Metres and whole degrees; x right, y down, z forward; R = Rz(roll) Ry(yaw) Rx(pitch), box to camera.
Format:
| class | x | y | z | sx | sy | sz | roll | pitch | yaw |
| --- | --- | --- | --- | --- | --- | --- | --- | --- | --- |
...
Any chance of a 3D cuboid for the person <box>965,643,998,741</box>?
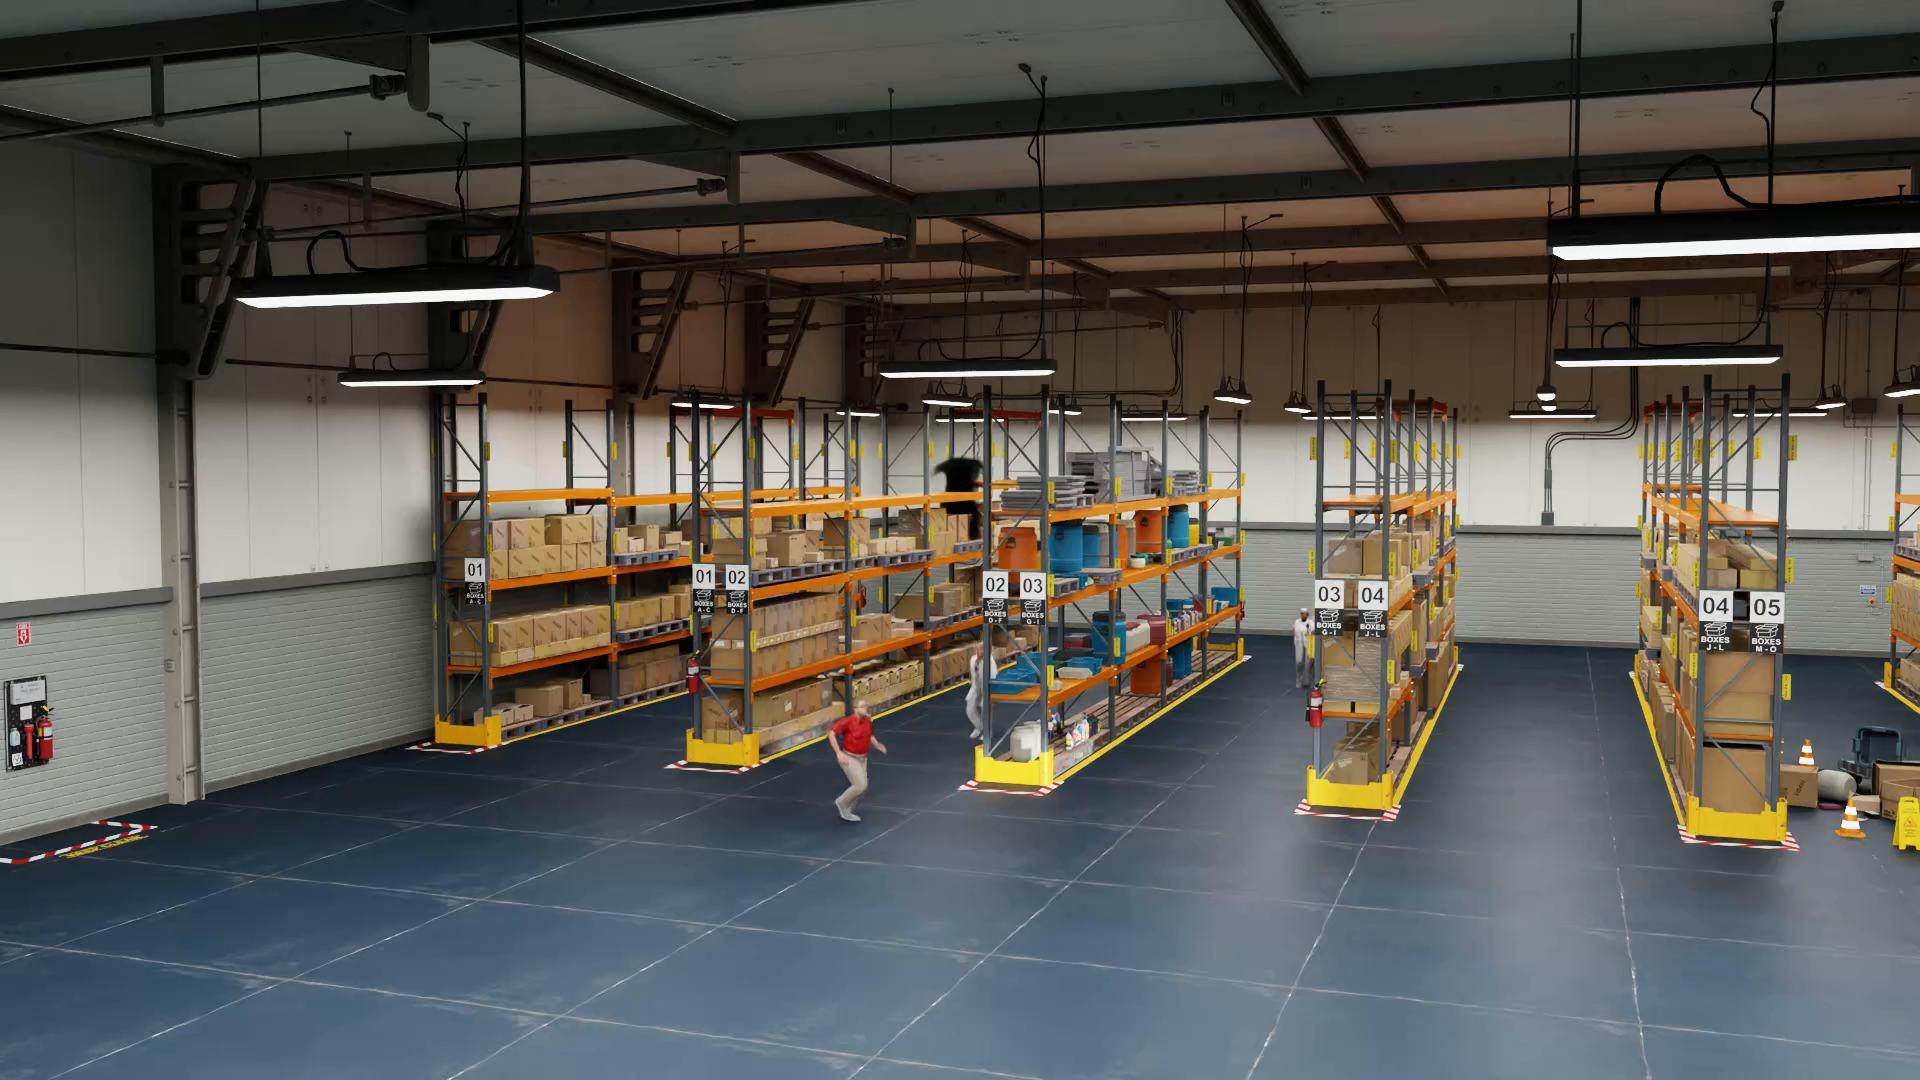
| class | x | y | z | sx | sy | sz | roll | pitch | yaw |
| --- | --- | --- | --- | --- | --- | --- | --- | --- | --- |
| person | 0.360 | 2.625 | 28.454 | 0.704 | 1.691 | 0.826 | 2 | 3 | 30 |

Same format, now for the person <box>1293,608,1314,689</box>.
| class | x | y | z | sx | sy | sz | roll | pitch | yaw |
| --- | --- | --- | --- | --- | --- | --- | --- | --- | --- |
| person | 7.326 | 2.289 | 35.288 | 0.577 | 1.706 | 0.725 | 1 | 3 | 19 |

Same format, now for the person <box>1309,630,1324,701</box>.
| class | x | y | z | sx | sy | sz | roll | pitch | yaw |
| --- | --- | --- | --- | --- | --- | --- | --- | --- | --- |
| person | 7.426 | 2.408 | 33.542 | 0.702 | 1.626 | 1.117 | 2 | 4 | 32 |

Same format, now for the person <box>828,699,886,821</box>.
| class | x | y | z | sx | sy | sz | roll | pitch | yaw |
| --- | --- | --- | --- | --- | --- | --- | --- | --- | --- |
| person | -1.371 | 2.976 | 22.371 | 0.682 | 1.671 | 0.718 | 2 | 4 | 38 |

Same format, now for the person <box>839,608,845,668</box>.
| class | x | y | z | sx | sy | sz | roll | pitch | yaw |
| --- | --- | --- | --- | --- | --- | --- | --- | --- | --- |
| person | -2.481 | 2.285 | 36.105 | 0.578 | 1.620 | 0.954 | 1 | 3 | 10 |
